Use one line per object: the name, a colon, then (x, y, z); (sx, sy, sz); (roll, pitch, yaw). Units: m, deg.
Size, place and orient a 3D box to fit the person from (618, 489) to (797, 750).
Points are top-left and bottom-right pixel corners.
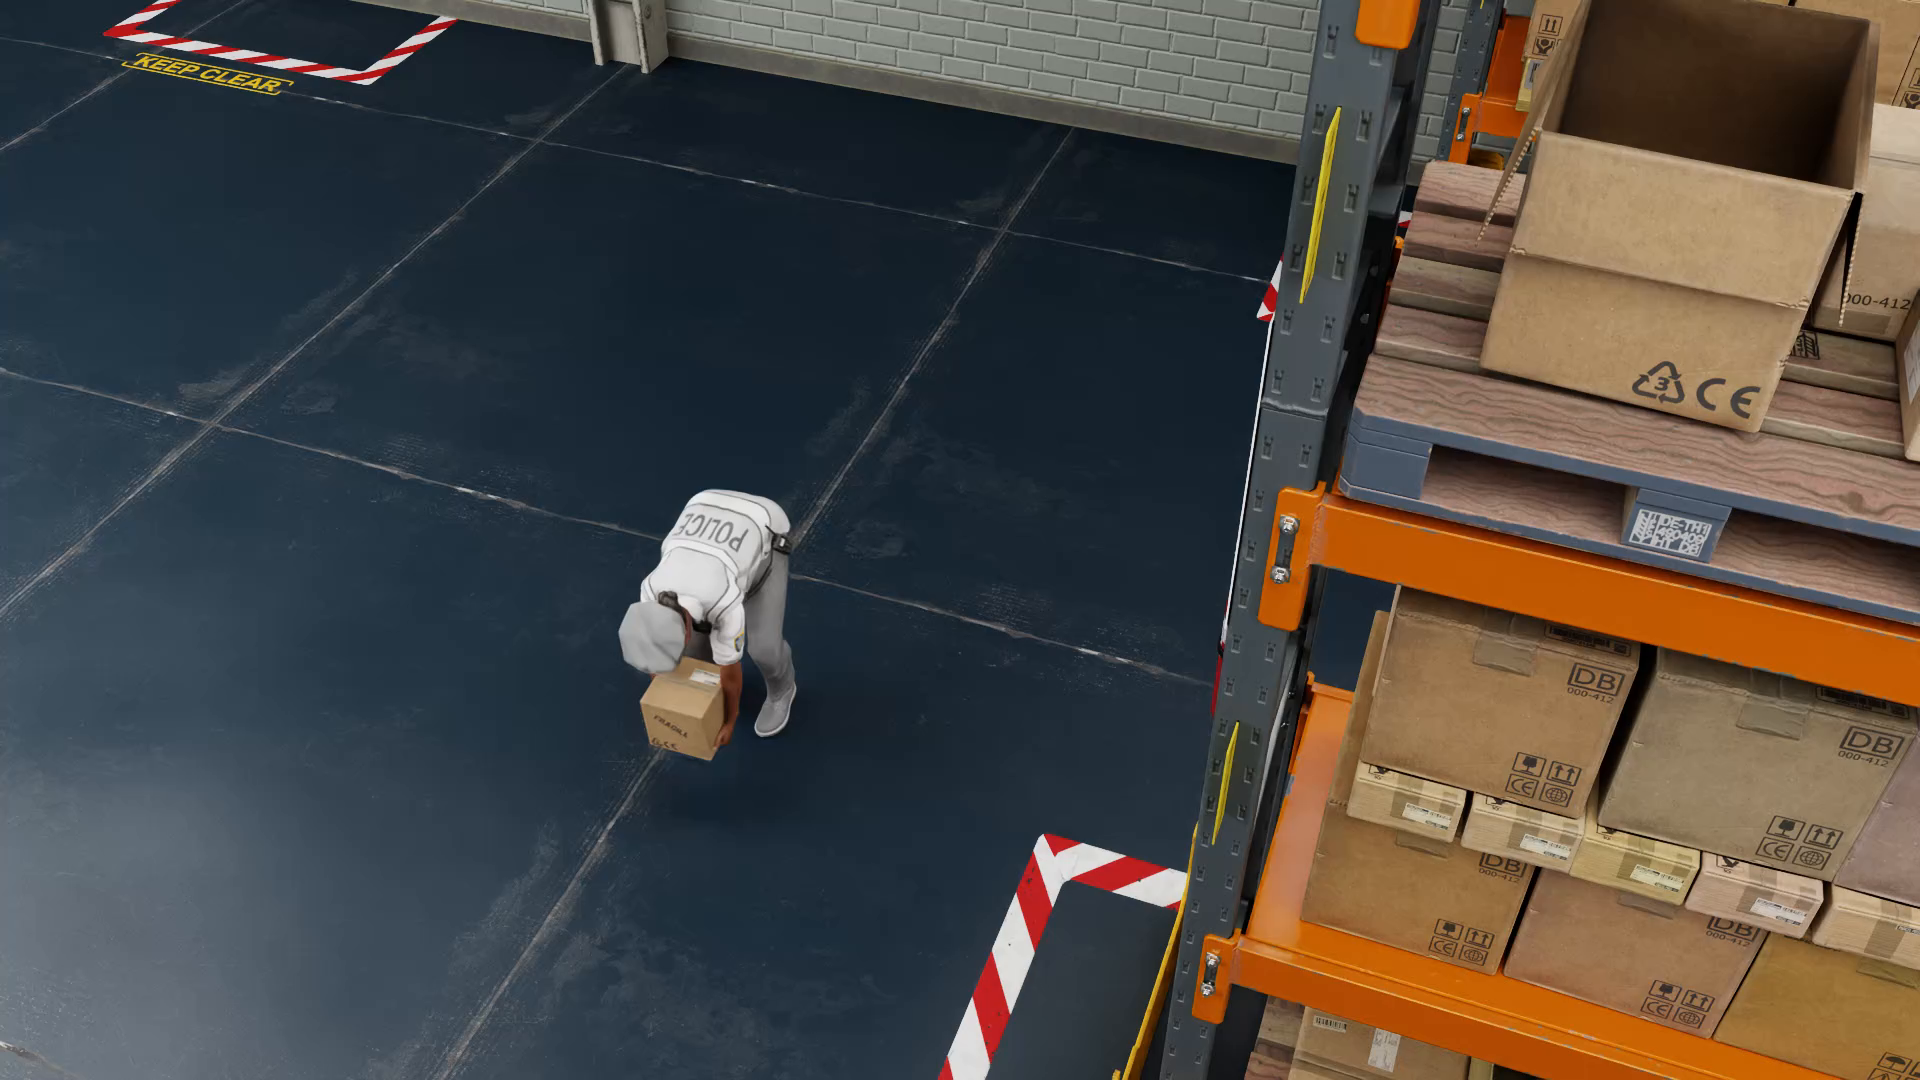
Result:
person: (-0.914, 0.404, 6.163); (0.423, 1.060, 0.942); (12, 43, 13)
